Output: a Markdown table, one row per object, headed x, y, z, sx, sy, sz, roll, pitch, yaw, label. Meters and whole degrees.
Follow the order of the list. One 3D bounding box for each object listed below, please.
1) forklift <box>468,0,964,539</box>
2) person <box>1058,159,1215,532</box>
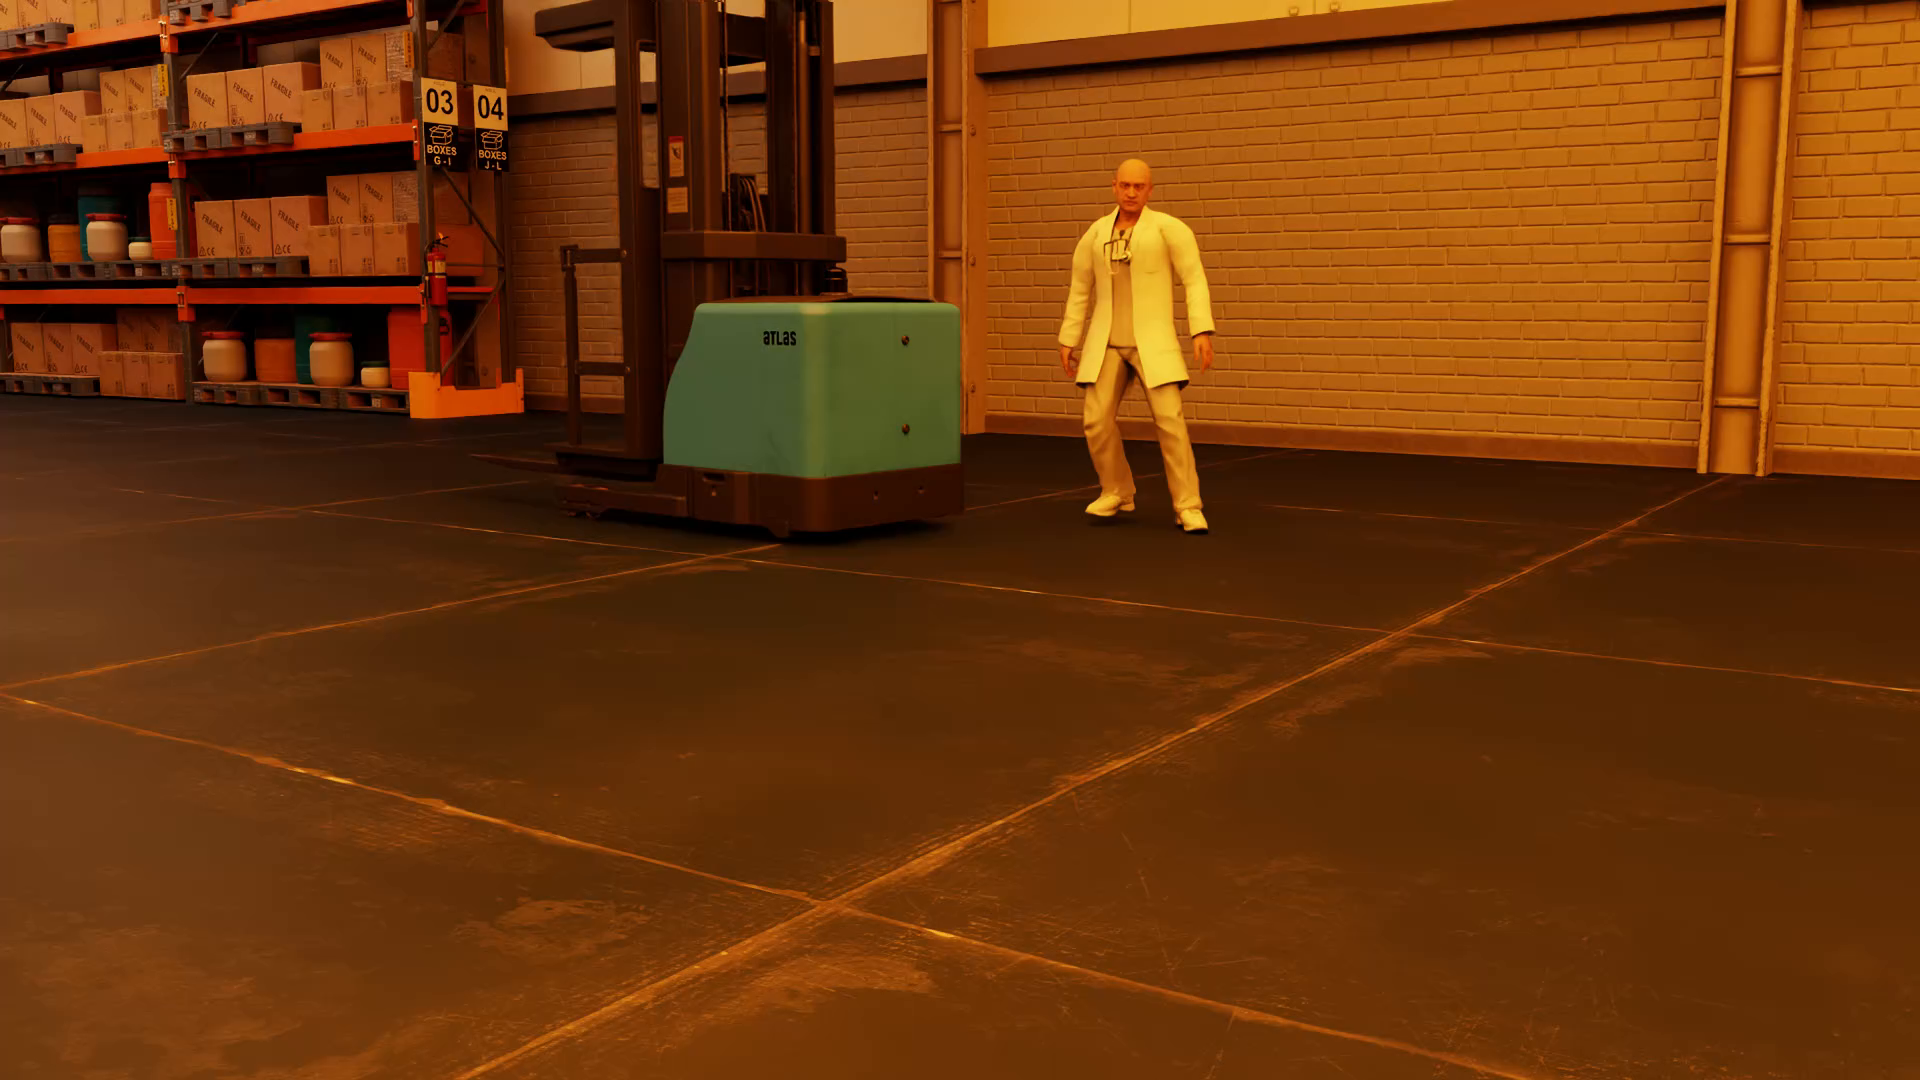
| x | y | z | sx | sy | sz | roll | pitch | yaw | label |
| --- | --- | --- | --- | --- | --- | --- | --- | --- | --- |
| -1.421 | -1.603 | 8.466 | 3.031 | 2.935 | 1.130 | 7 | 11 | 41 | forklift |
| 0.844 | -0.944 | 8.027 | 0.864 | 1.750 | 0.436 | 4 | 9 | 26 | person |
